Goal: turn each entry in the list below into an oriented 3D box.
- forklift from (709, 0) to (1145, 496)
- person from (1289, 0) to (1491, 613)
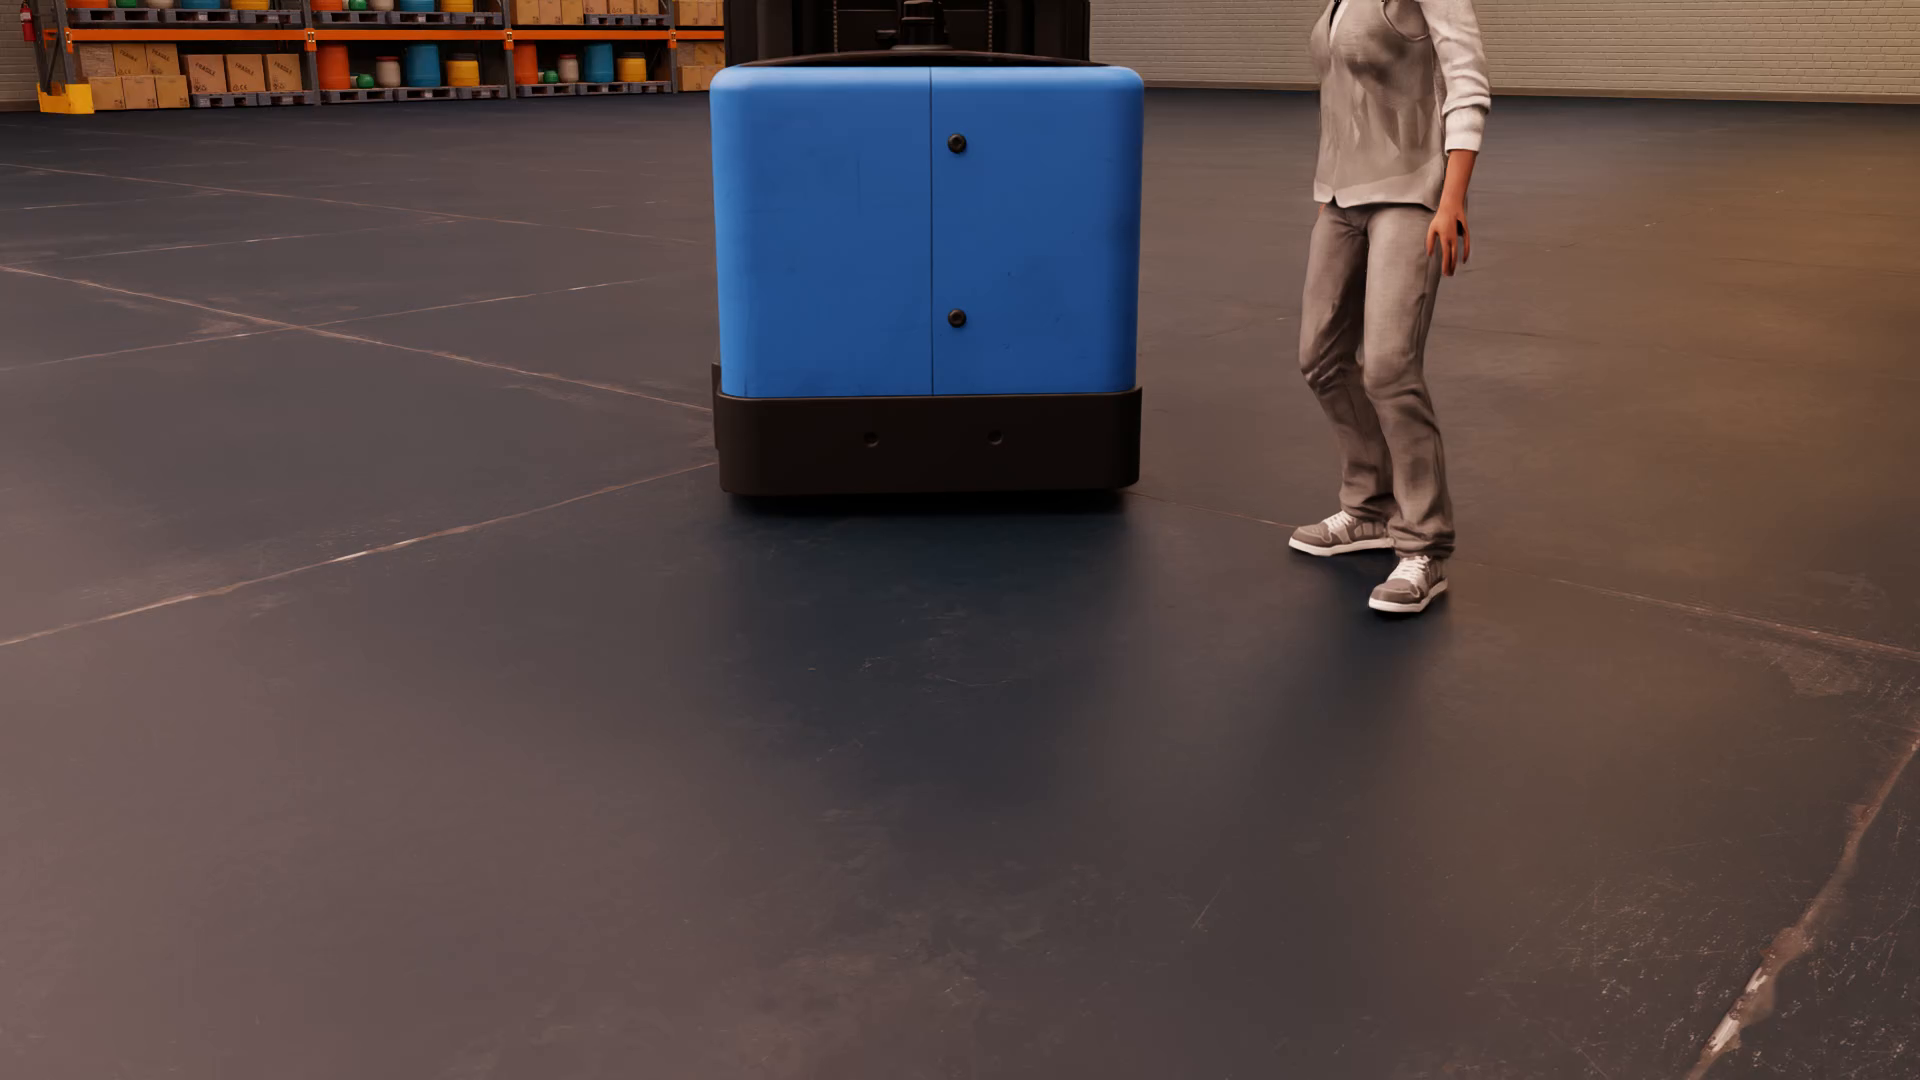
[{"bbox_3d":[-0.176,-1.888,5.114,1.130,2.935,3.031,-1,17,-4],"label":"forklift"},{"bbox_3d":[0.905,-0.689,3.529,0.353,1.568,0.700,-5,18,-17],"label":"person"}]
